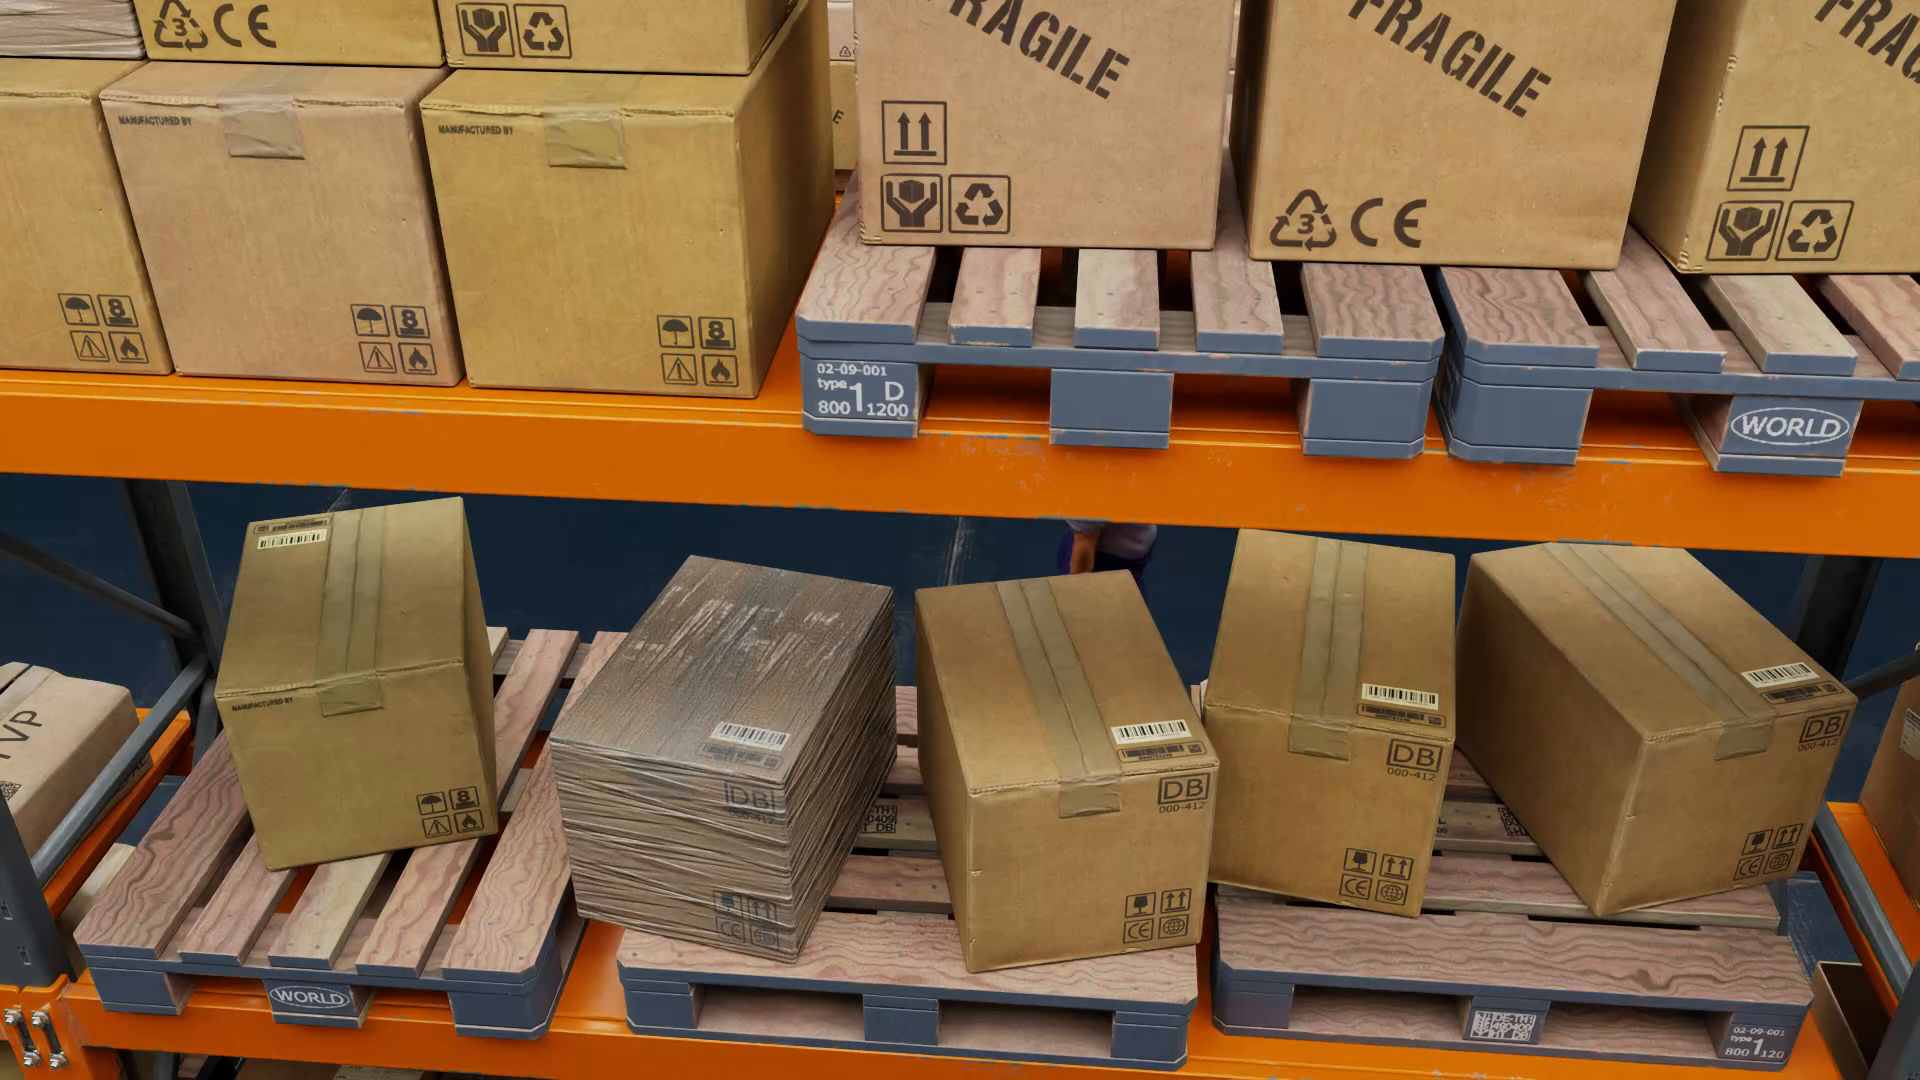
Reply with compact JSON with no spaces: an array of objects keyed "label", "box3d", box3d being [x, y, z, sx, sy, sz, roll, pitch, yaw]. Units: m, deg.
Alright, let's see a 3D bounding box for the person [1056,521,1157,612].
[{"label":"person","box3d":[0.628,0.120,5.951,0.658,1.635,0.477,2,32,4]}]
